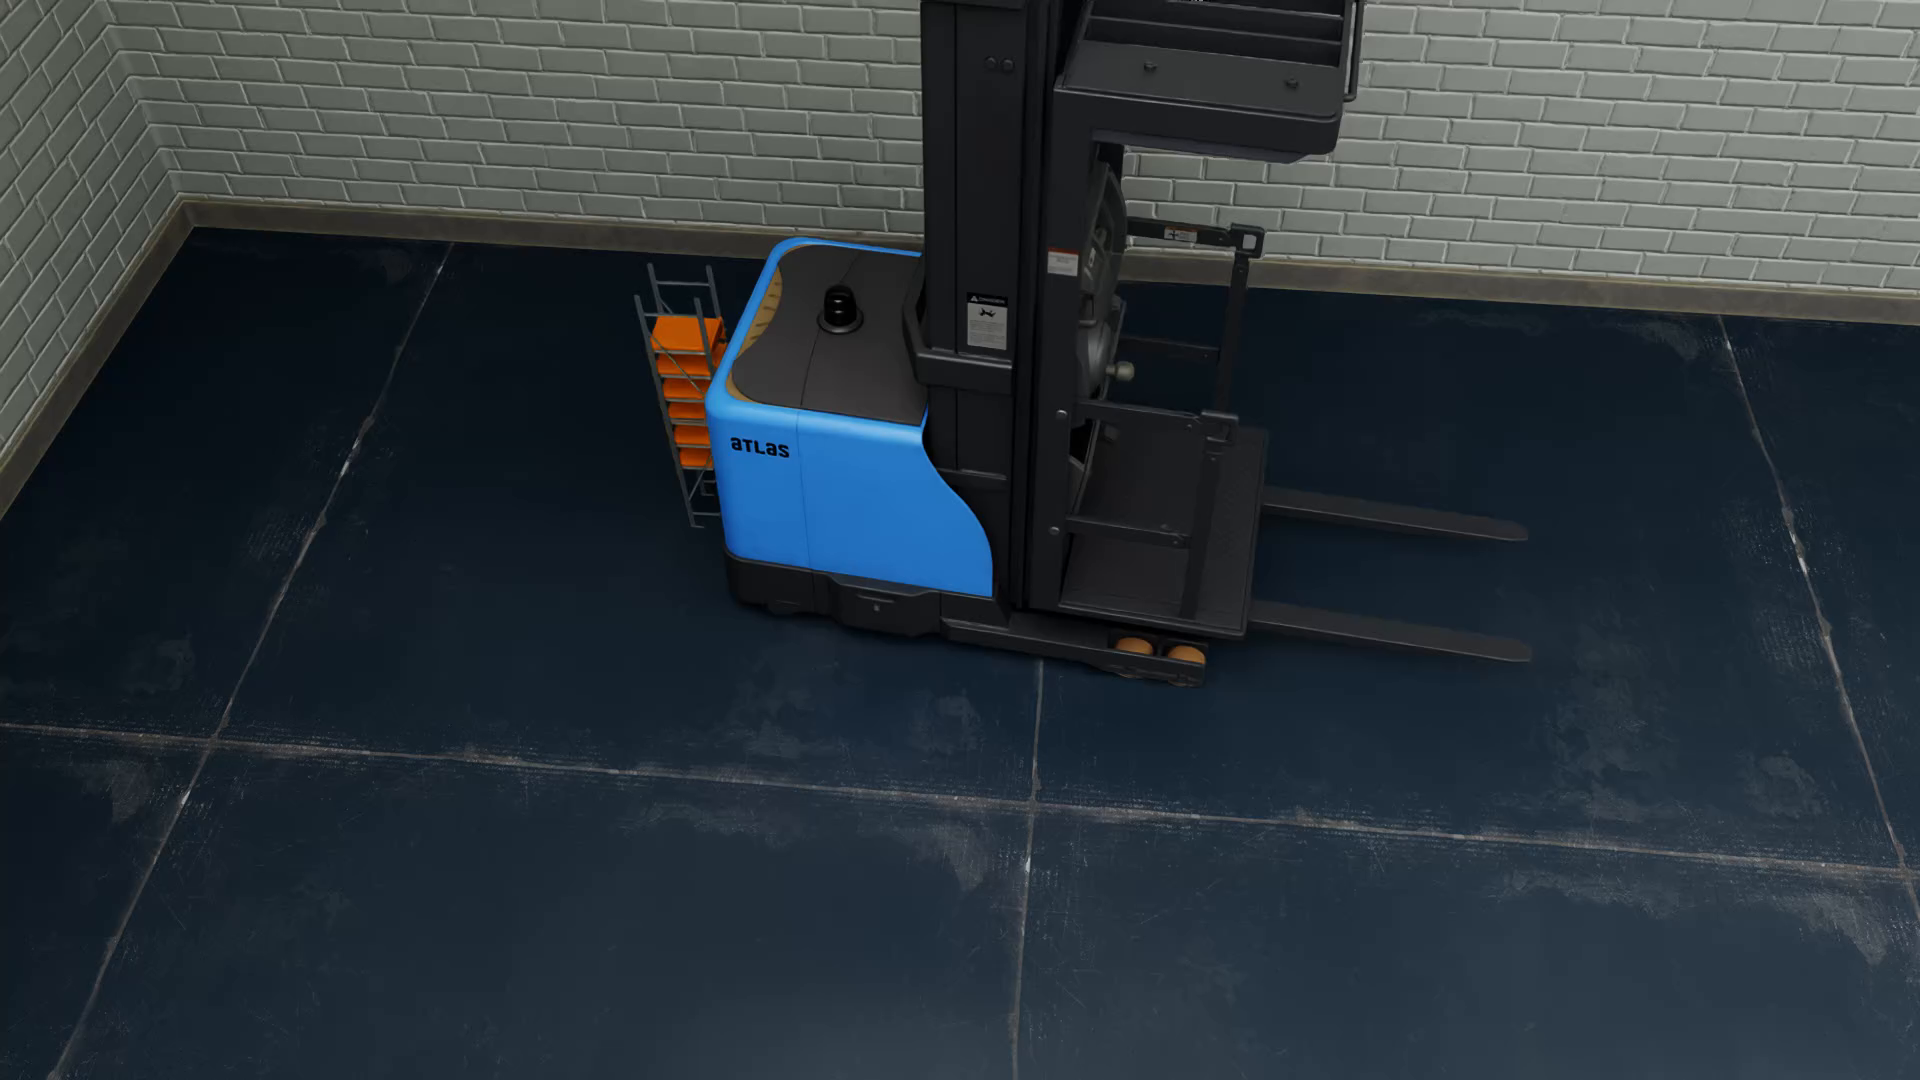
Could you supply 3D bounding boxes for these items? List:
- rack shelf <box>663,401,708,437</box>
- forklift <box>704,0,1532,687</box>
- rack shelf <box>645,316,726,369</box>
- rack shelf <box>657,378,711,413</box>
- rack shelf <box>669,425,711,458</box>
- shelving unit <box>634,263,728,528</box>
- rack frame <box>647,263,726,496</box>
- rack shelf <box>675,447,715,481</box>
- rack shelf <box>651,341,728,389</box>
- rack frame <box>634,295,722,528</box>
[{"bbox_3d":[-0.997,-0.492,6.438,0.258,0.103,0.180,3,47,7],"label":"rack shelf"},{"bbox_3d":[0.664,-0.868,5.558,3.031,2.935,1.130,9,48,8],"label":"forklift"},{"bbox_3d":[-1.016,-0.737,6.174,0.258,0.103,0.180,3,47,7],"label":"rack shelf"},{"bbox_3d":[-1.003,-0.574,6.350,0.258,0.103,0.180,3,47,7],"label":"rack shelf"},{"bbox_3d":[-0.990,-0.410,6.525,0.258,0.103,0.180,3,47,7],"label":"rack shelf"},{"bbox_3d":[-0.999,-0.522,6.405,0.258,1.200,0.189,3,47,7],"label":"shelving unit"},{"bbox_3d":[-0.987,-0.589,6.466,0.240,1.200,0.006,3,47,7],"label":"rack frame"},{"bbox_3d":[-0.984,-0.329,6.613,0.258,0.103,0.180,3,47,7],"label":"rack shelf"},{"bbox_3d":[-1.009,-0.655,6.262,0.258,0.103,0.180,3,47,7],"label":"rack shelf"},{"bbox_3d":[-1.011,-0.455,6.344,0.240,1.200,0.006,3,47,7],"label":"rack frame"}]
